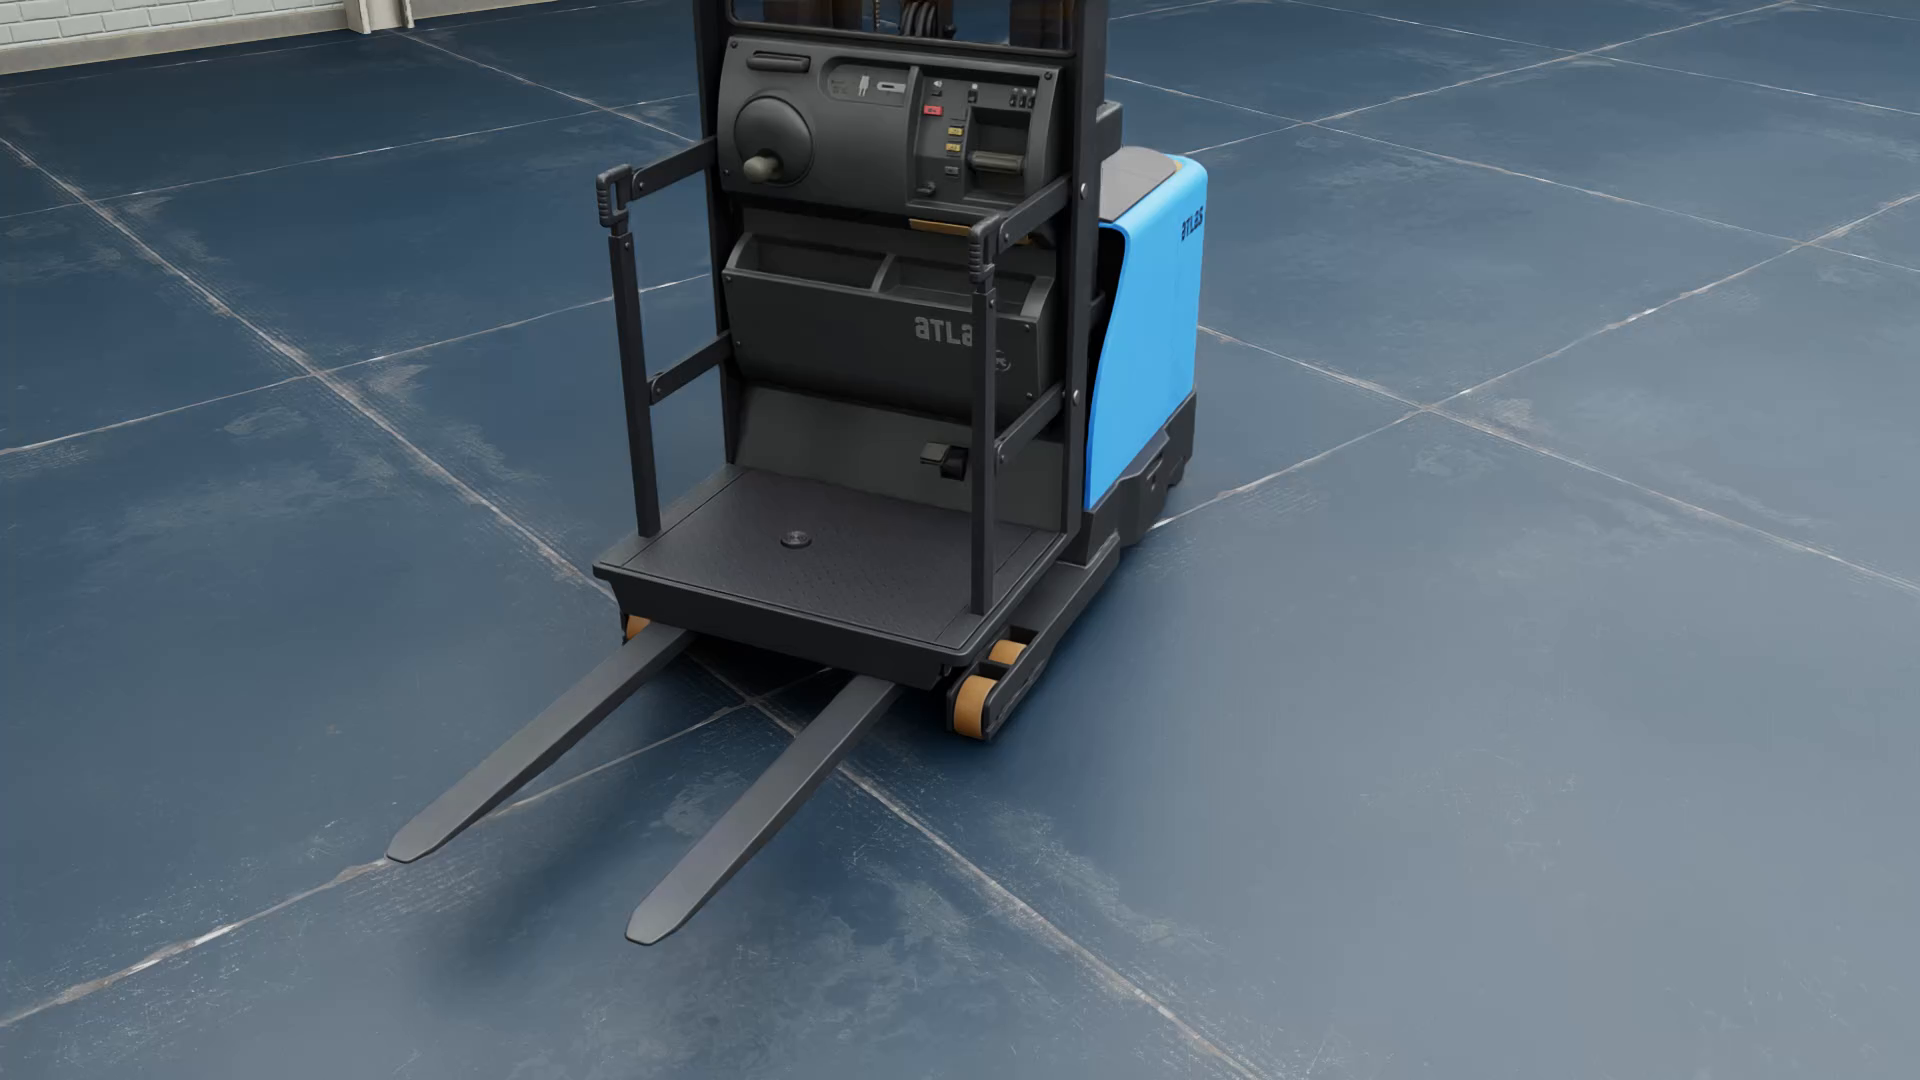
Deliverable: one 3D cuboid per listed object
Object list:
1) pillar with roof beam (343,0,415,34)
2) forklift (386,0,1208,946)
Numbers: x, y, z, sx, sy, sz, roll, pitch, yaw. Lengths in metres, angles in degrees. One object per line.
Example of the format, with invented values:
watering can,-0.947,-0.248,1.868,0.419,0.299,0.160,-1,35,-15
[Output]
pillar with roof beam,-1.526,-6.251,7.399,0.400,9.000,9.100,-22,35,-35
forklift,-0.284,-1.010,4.030,1.130,2.935,3.031,12,30,22
